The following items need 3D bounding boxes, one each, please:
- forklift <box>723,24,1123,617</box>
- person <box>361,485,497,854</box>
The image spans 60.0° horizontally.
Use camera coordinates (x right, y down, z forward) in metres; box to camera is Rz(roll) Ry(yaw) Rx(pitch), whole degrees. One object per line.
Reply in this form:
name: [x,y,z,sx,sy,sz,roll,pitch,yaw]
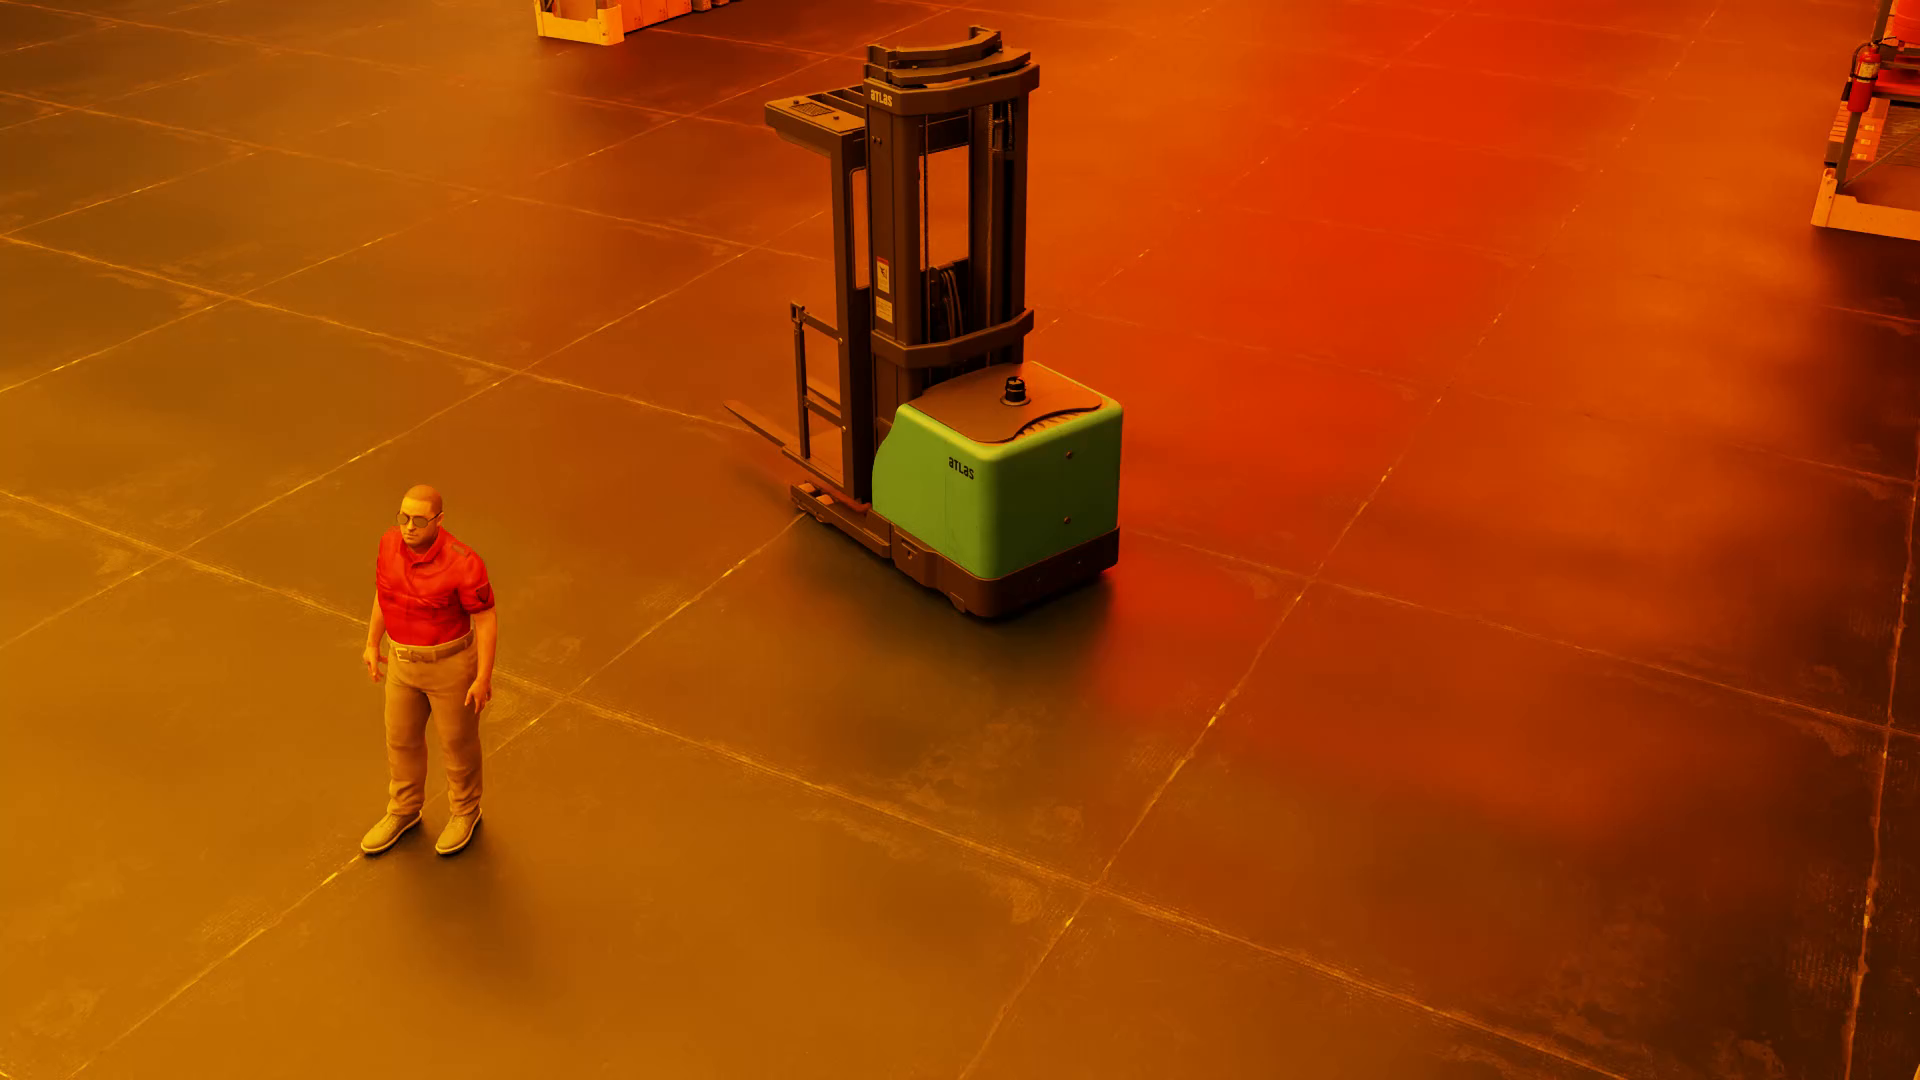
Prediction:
forklift: [-0.392,-1.515,9.696,1.130,2.935,3.031,-22,36,-33]
person: [-2.347,0.593,7.232,0.640,1.727,0.551,10,32,17]
